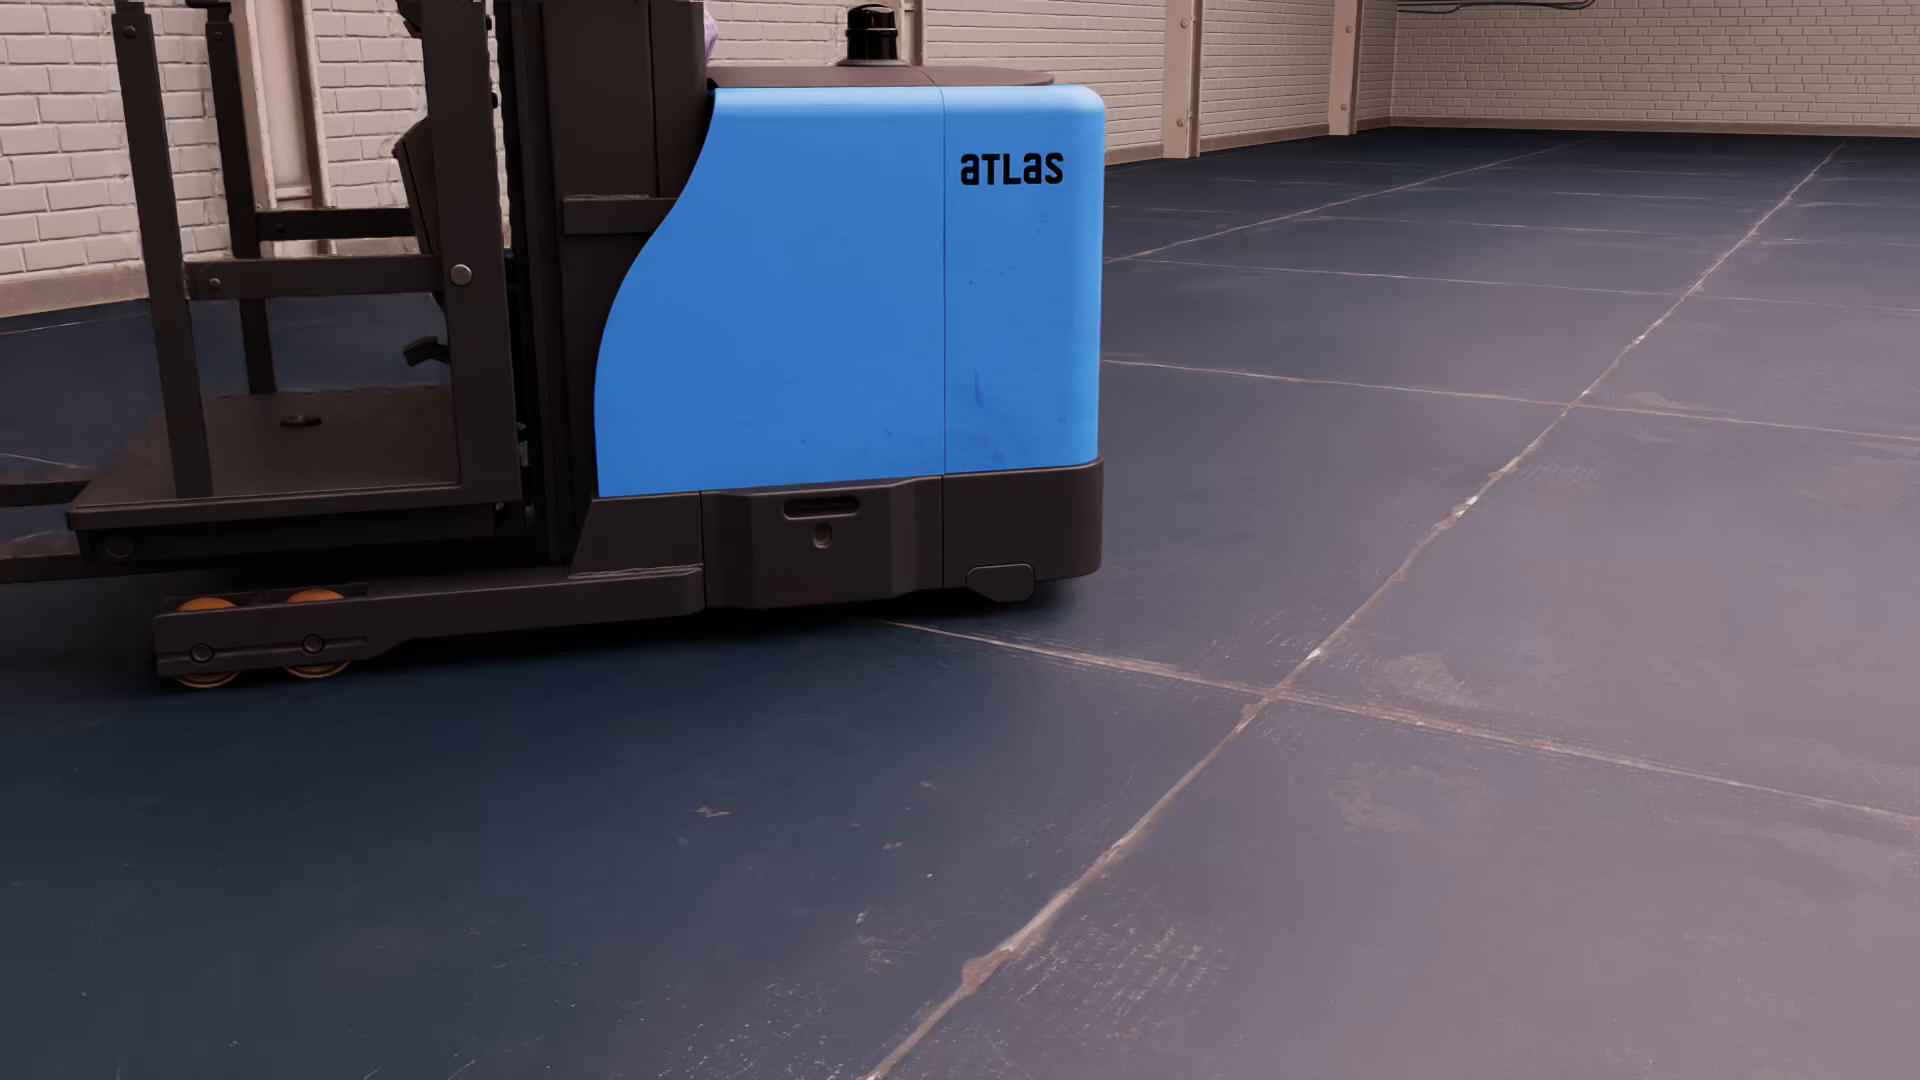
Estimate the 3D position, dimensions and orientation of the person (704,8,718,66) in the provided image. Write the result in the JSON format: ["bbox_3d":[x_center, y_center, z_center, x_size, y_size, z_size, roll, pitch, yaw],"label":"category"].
[{"bbox_3d":[-1.060,-1.350,5.904,0.533,1.572,0.777,-16,23,-43],"label":"person"}]

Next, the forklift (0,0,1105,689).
[{"bbox_3d":[-1.269,-1.294,3.248,3.031,2.935,1.130,-4,17,-15],"label":"forklift"}]
